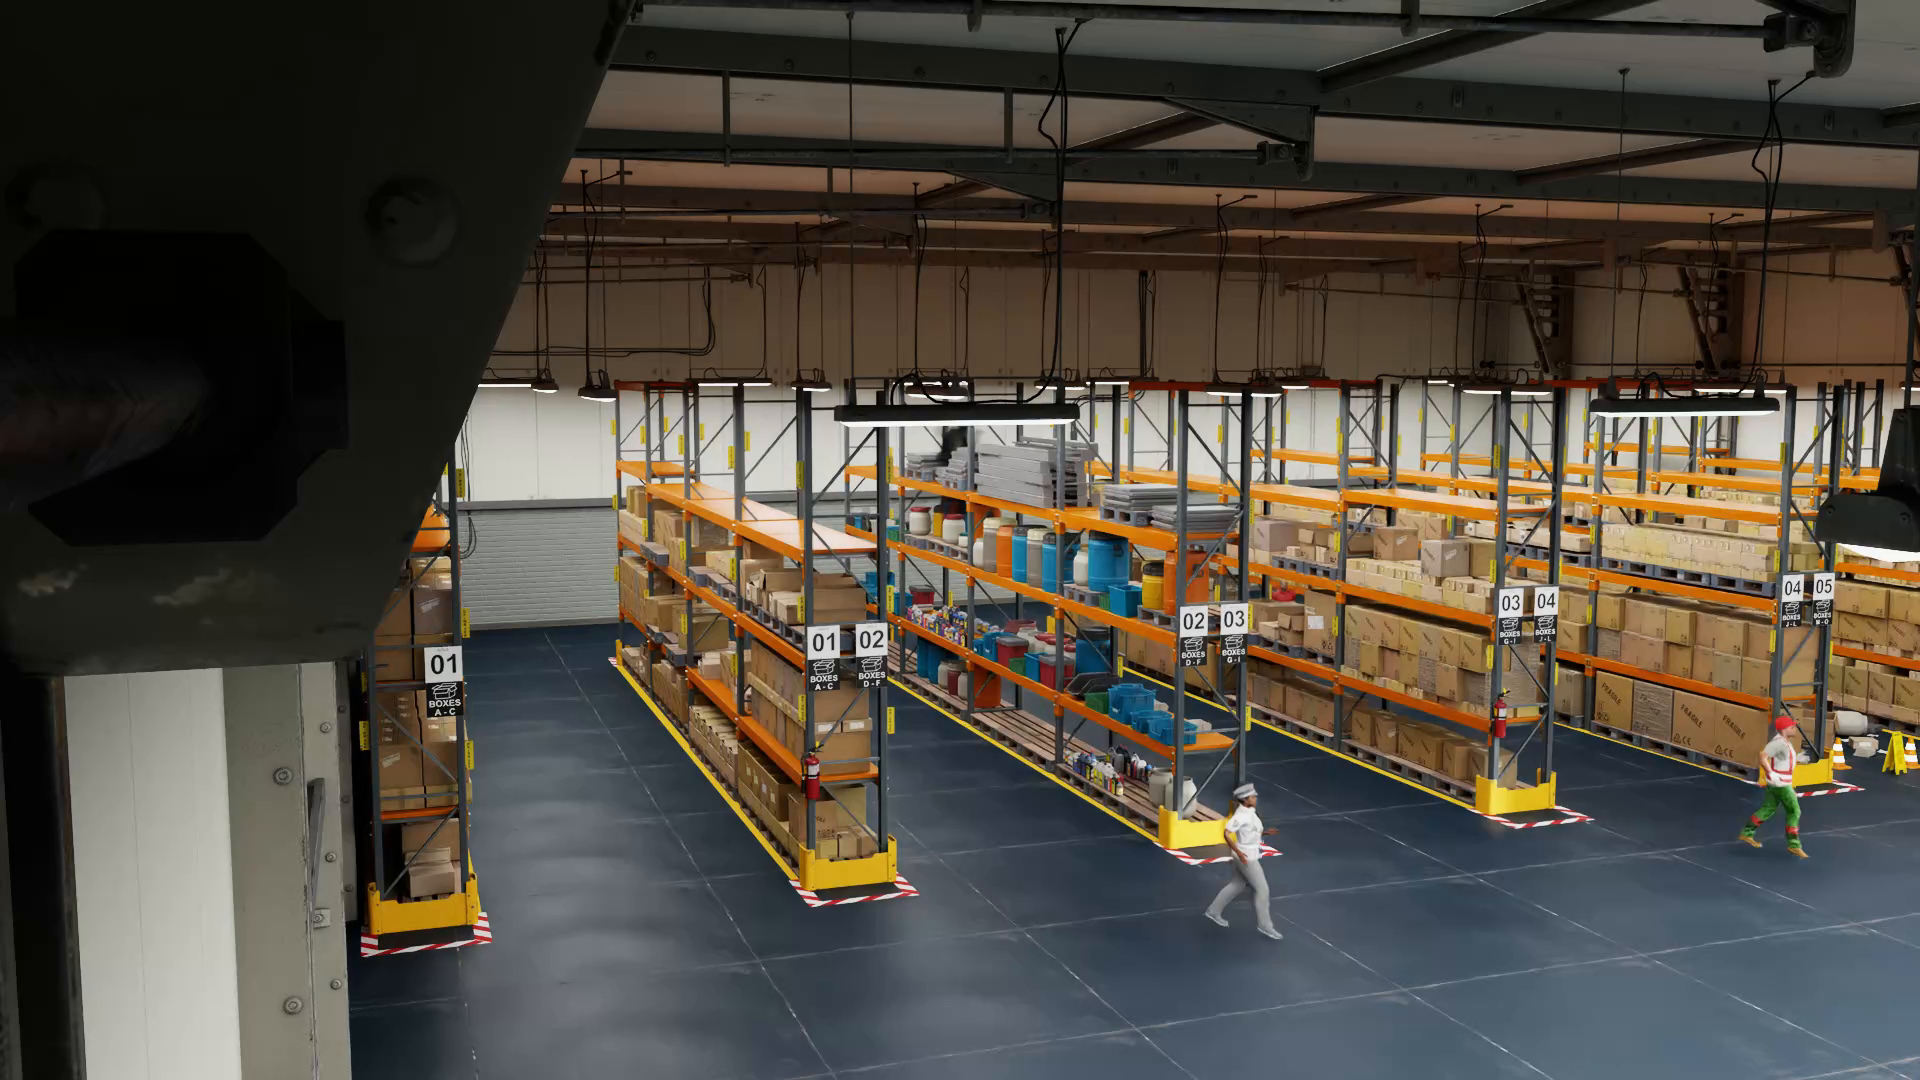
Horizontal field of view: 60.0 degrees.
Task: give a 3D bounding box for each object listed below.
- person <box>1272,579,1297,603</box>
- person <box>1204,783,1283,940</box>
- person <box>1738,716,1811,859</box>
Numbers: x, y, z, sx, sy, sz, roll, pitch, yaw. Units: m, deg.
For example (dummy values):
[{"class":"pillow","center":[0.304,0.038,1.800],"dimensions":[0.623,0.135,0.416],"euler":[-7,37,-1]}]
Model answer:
[{"class":"person","center":[7.013,1.687,36.096],"dimensions":[0.658,1.705,0.612],"euler":[-2,6,-14]},{"class":"person","center":[3.149,3.535,18.398],"dimensions":[0.863,1.729,0.562],"euler":[1,6,8]},{"class":"person","center":[10.560,3.173,21.497],"dimensions":[0.856,1.836,0.609],"euler":[2,6,18]}]
